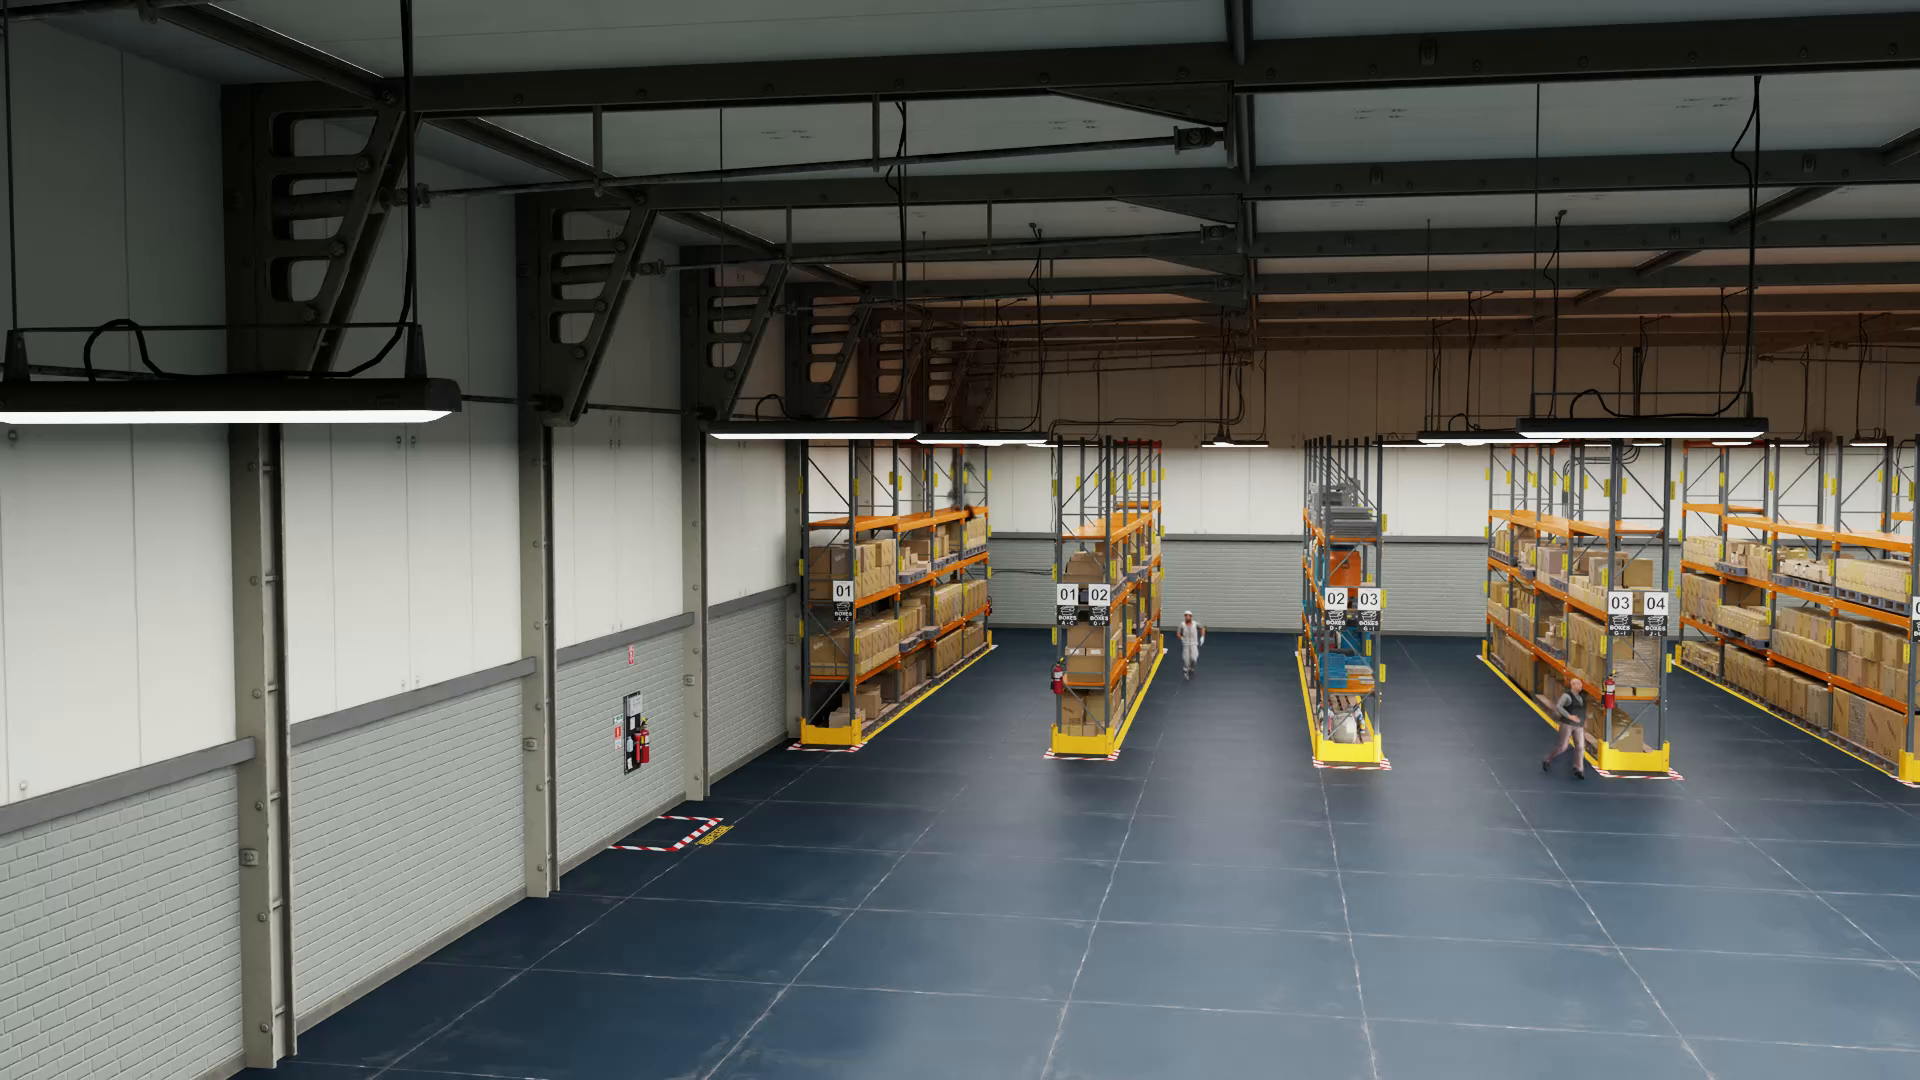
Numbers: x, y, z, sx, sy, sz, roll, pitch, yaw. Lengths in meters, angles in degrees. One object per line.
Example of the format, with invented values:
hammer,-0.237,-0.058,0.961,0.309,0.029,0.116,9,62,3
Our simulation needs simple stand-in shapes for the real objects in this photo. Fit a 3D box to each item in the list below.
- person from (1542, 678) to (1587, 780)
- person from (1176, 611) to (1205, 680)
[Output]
person,10.764,3.285,29.168,0.730,1.706,0.945,-1,3,-22
person,5.702,2.615,41.147,0.690,1.738,0.773,1,3,9
